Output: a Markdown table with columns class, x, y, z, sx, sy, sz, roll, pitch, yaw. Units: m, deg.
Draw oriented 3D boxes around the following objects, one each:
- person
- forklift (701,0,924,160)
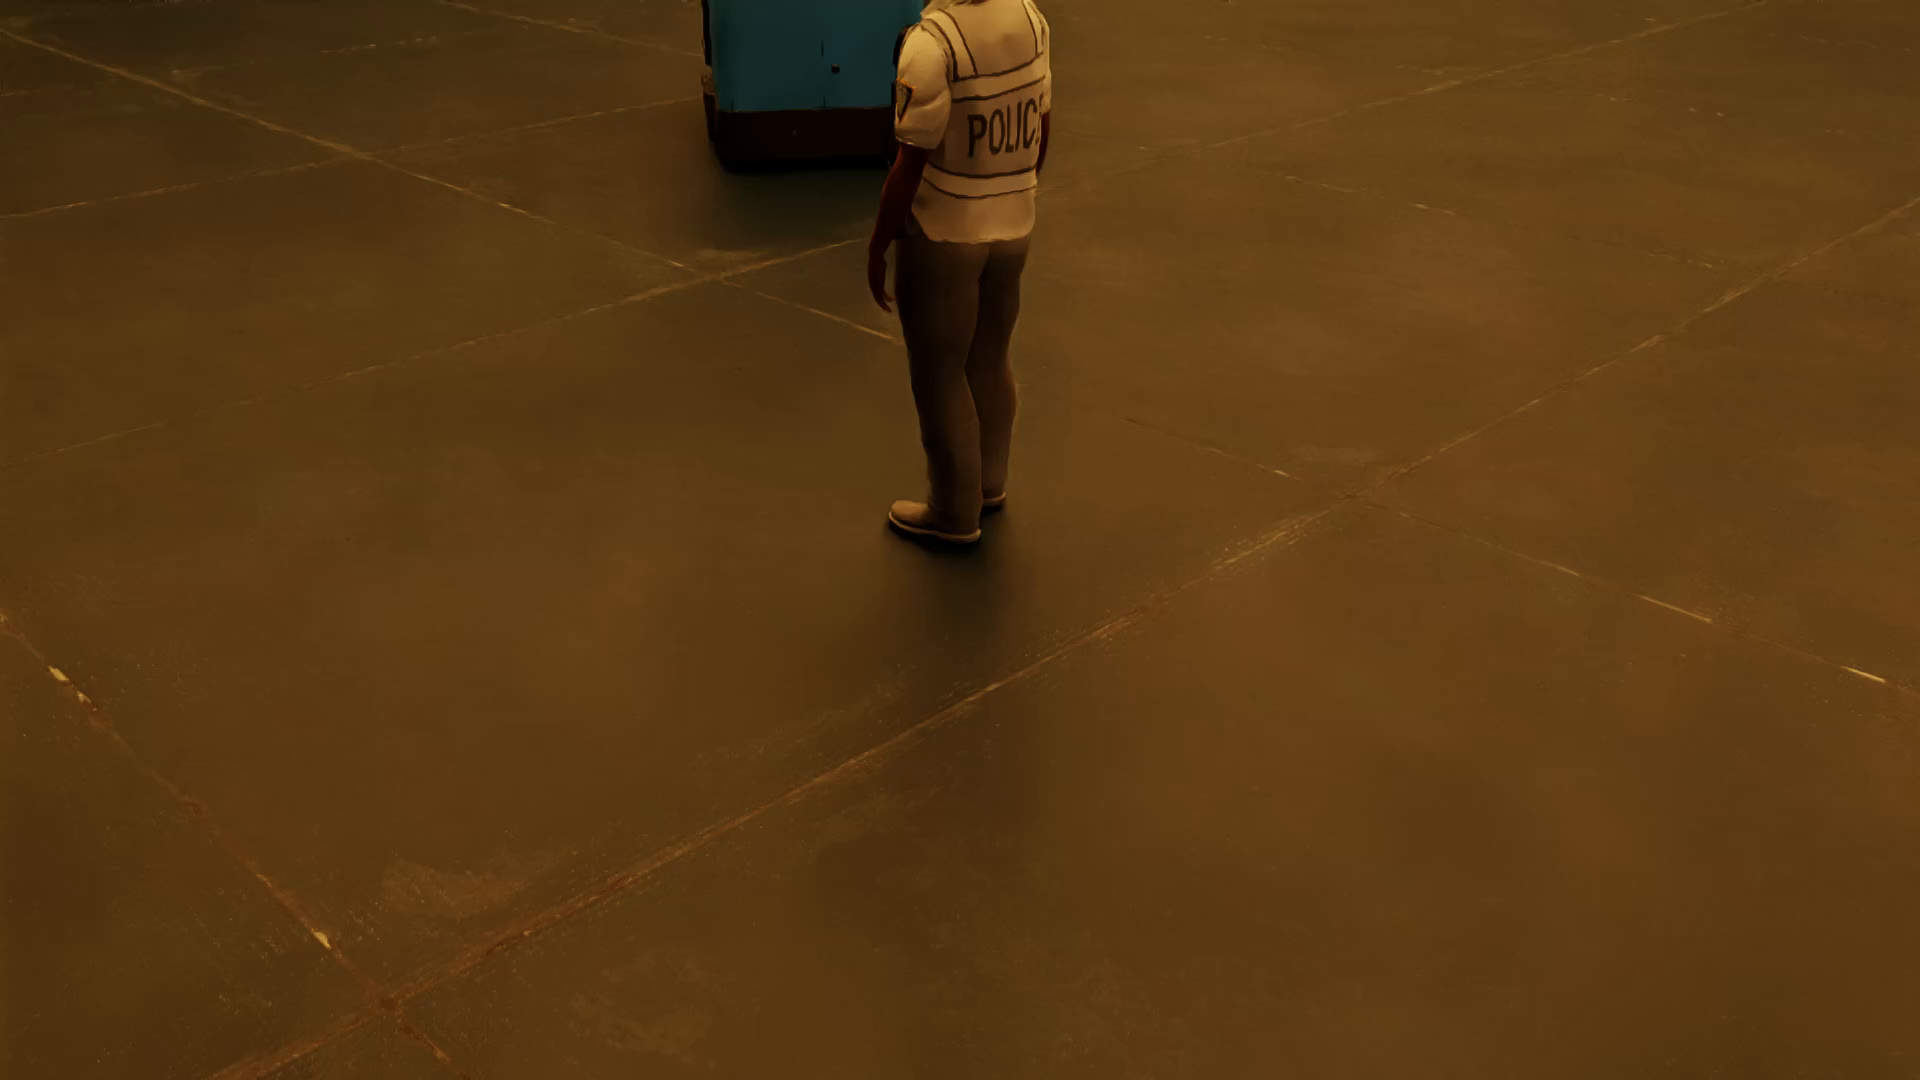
| class | x | y | z | sx | sy | sz | roll | pitch | yaw |
| --- | --- | --- | --- | --- | --- | --- | --- | --- | --- |
| person | -0.037 | -0.798 | 4.228 | 0.563 | 1.695 | 0.529 | -24 | 35 | -39 |
| forklift | -0.912 | -3.812 | 8.986 | 1.130 | 2.935 | 3.031 | -4 | 26 | -9 |
